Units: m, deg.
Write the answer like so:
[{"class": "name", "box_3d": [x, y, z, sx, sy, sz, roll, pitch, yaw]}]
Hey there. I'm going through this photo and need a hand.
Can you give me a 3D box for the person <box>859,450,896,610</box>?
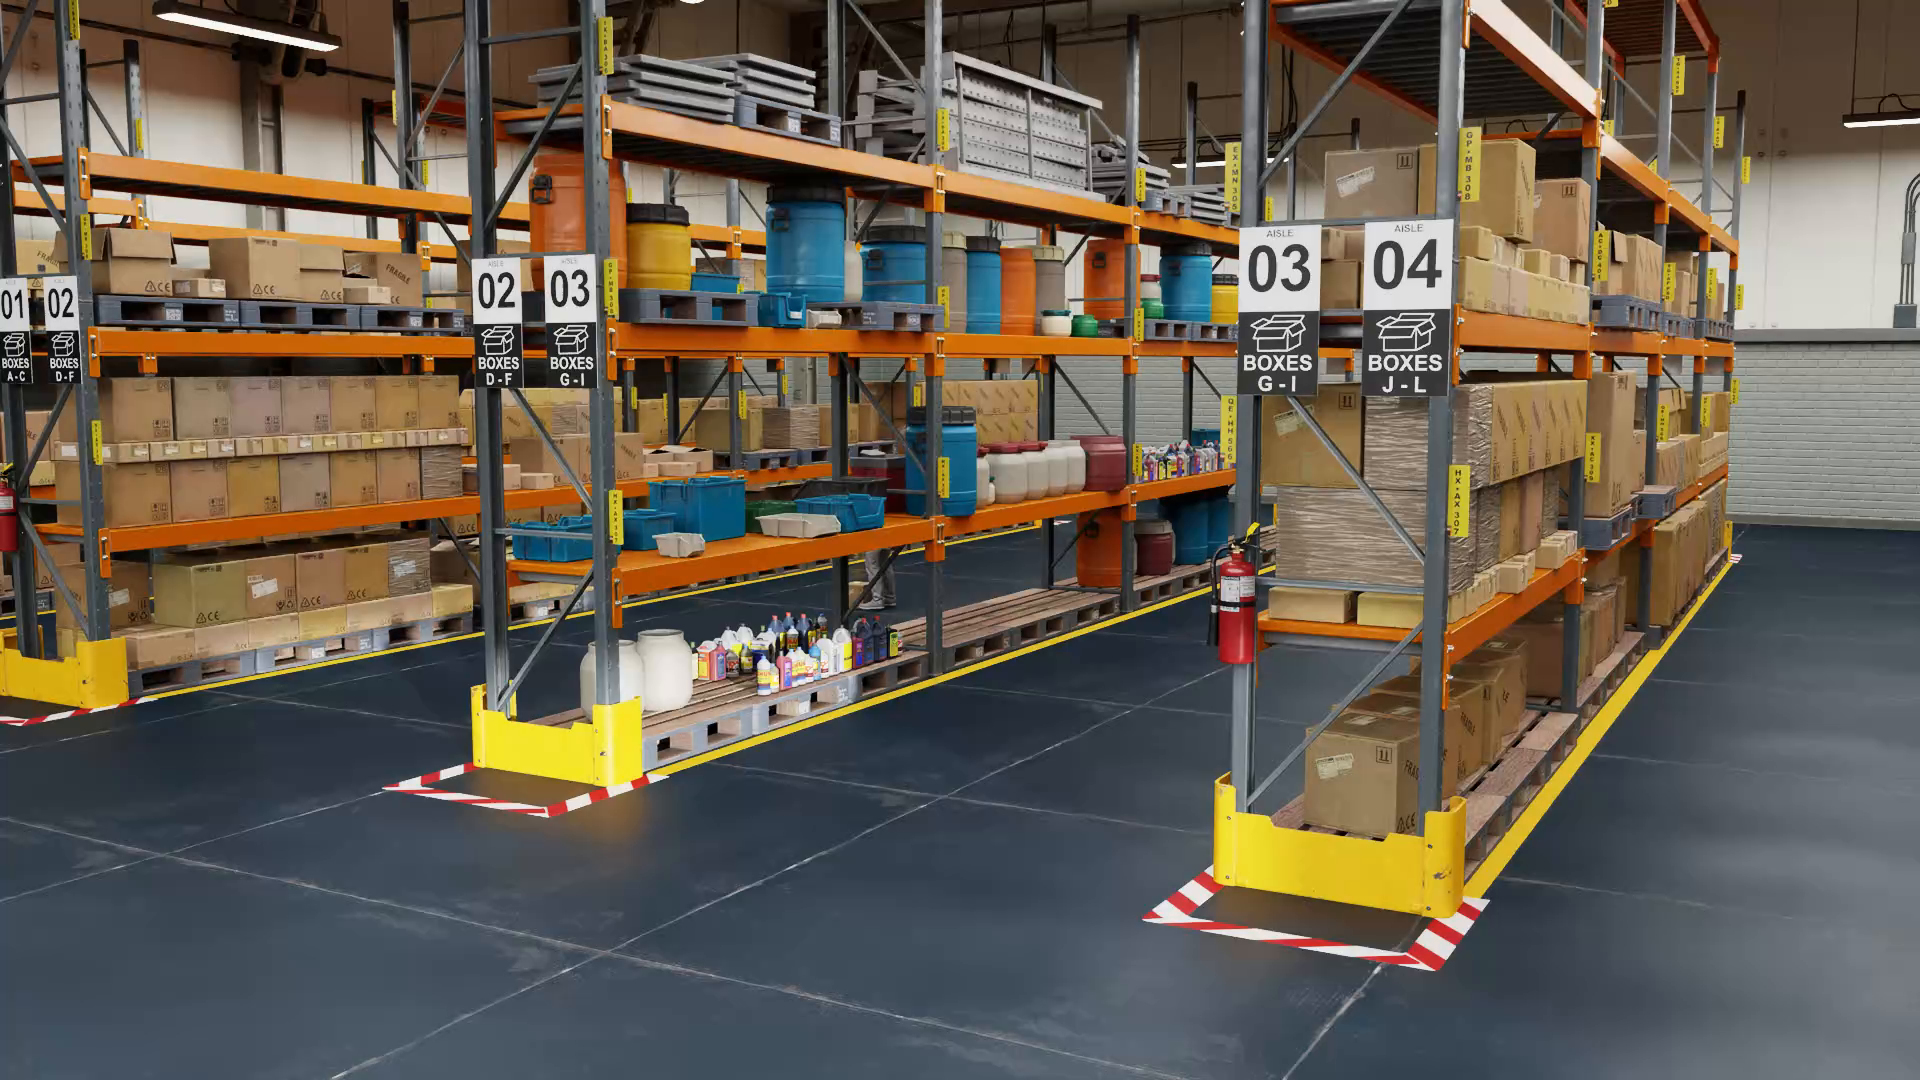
[{"class": "person", "box_3d": [-0.852, -0.109, 17.383, 0.371, 1.663, 0.529, 3, 7, 29]}]
